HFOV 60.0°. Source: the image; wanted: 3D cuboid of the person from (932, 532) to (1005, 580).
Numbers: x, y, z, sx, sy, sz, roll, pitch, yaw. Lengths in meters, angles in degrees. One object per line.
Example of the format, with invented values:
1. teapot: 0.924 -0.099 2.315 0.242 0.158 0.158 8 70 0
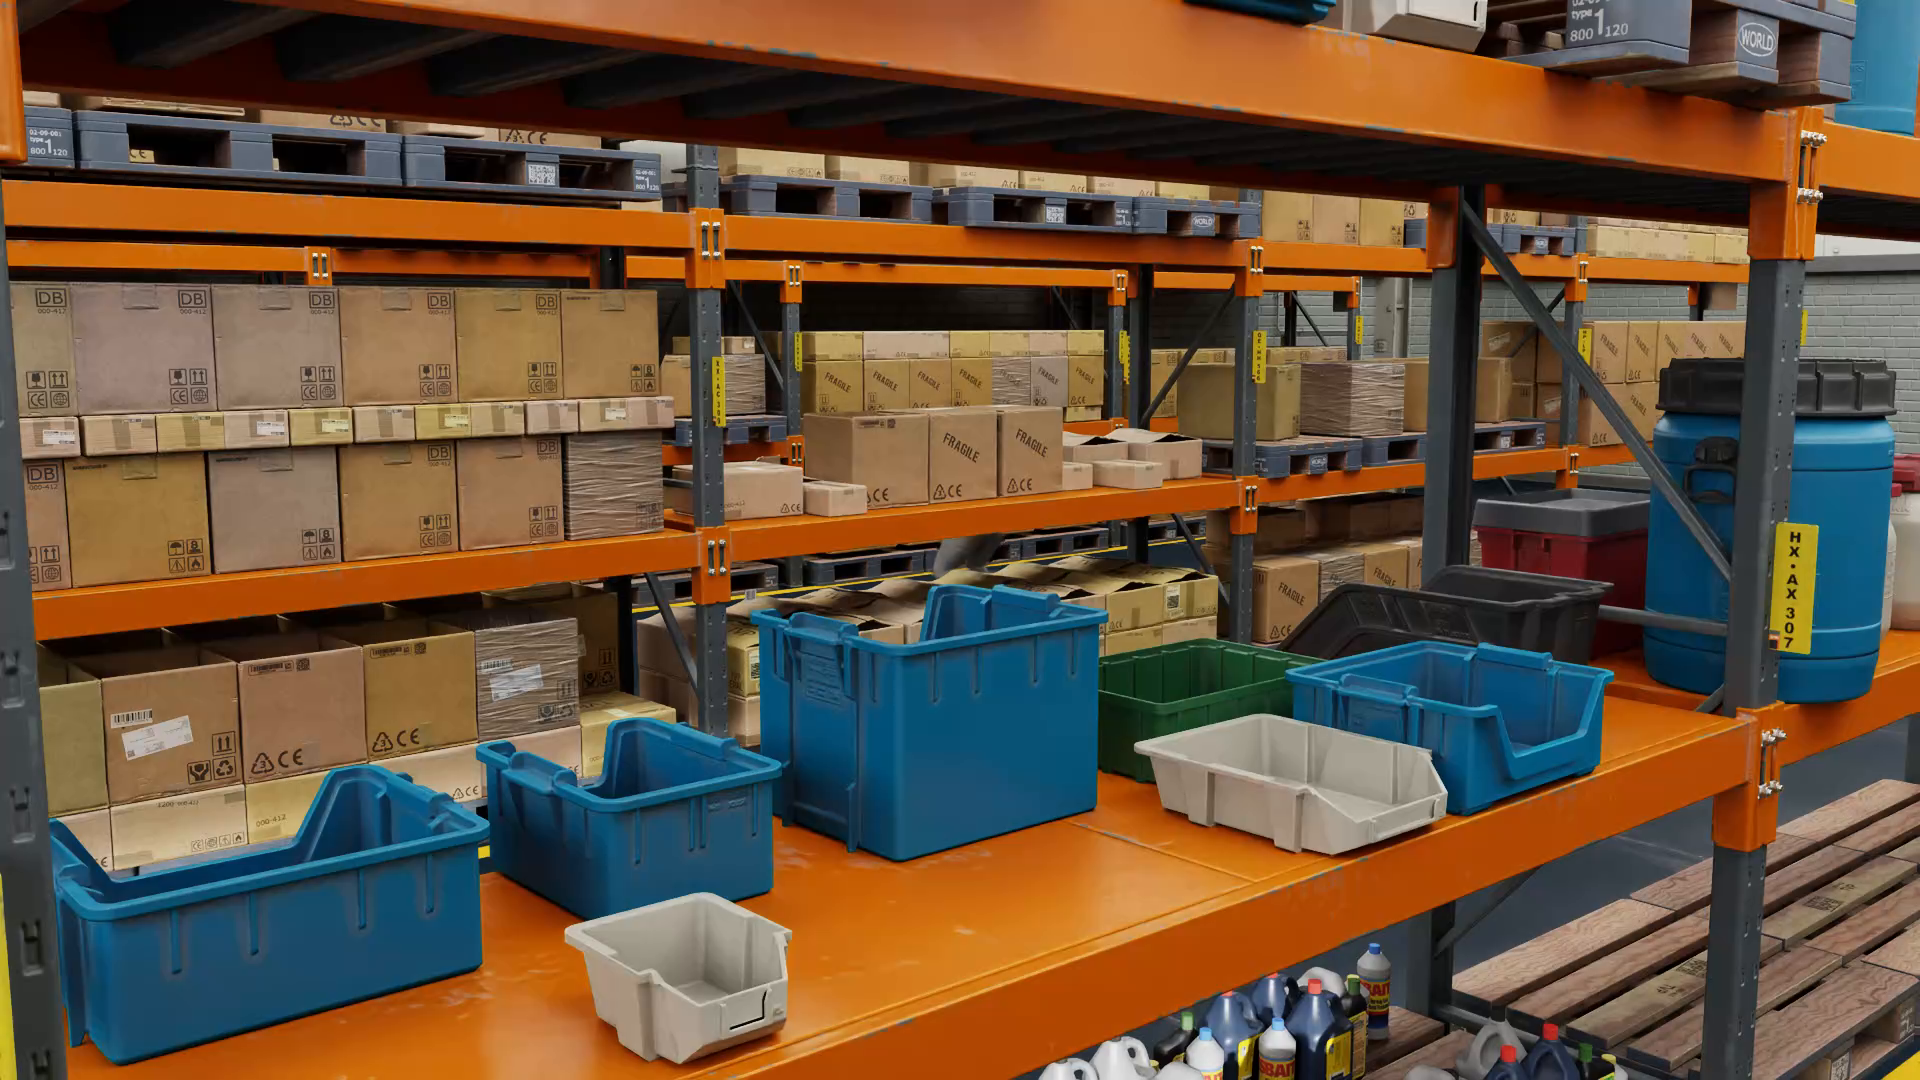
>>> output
1. person: 0.037 -0.096 12.535 0.519 1.542 0.591 -6 10 -40
